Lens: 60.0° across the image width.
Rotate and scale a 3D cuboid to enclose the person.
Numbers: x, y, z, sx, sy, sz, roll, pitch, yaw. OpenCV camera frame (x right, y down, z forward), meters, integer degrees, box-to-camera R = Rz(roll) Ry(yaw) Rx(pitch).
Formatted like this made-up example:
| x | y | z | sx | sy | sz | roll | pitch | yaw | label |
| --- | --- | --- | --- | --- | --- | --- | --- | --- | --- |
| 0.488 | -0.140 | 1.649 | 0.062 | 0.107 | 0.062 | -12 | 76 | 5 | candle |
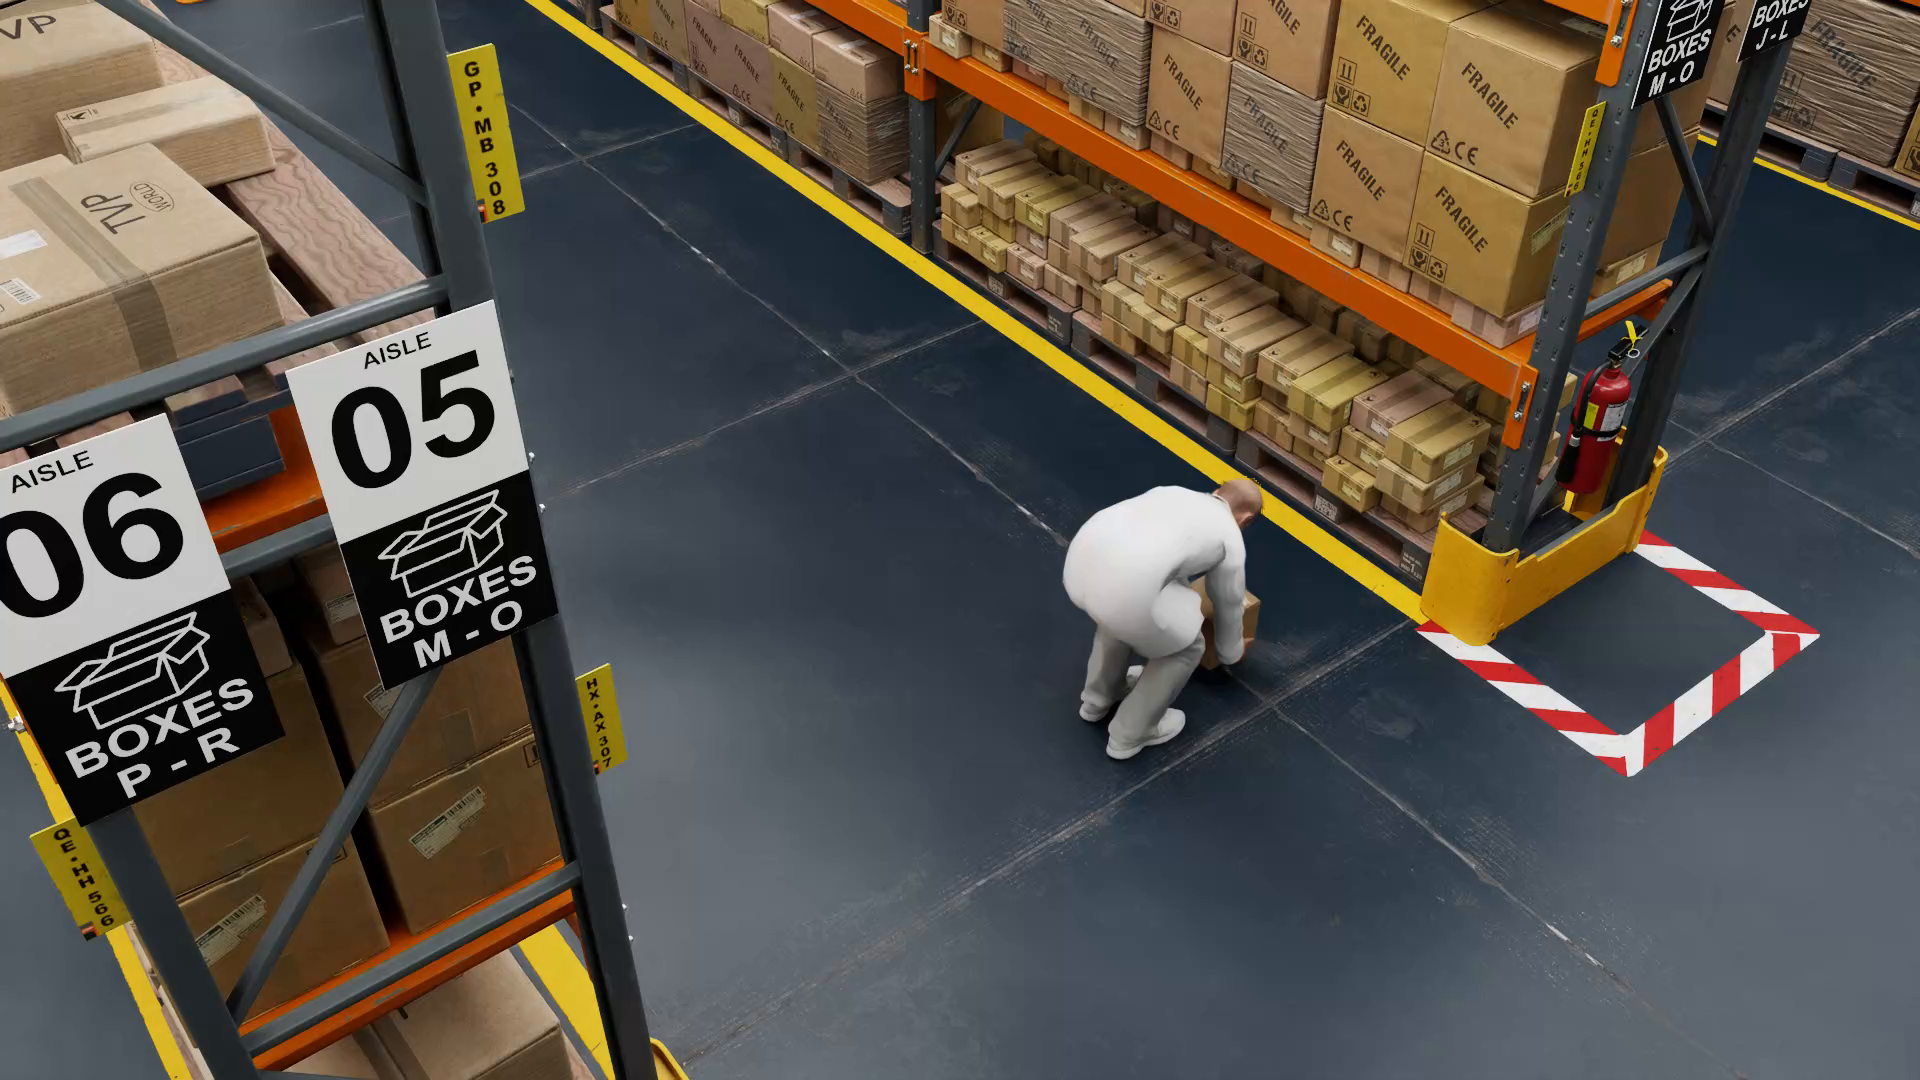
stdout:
| x | y | z | sx | sy | sz | roll | pitch | yaw | label |
| --- | --- | --- | --- | --- | --- | --- | --- | --- | --- |
| 1.464 | -5.095 | 12.844 | 12.725 | 1.066 | 12.466 | -28 | 47 | -30 | person |
